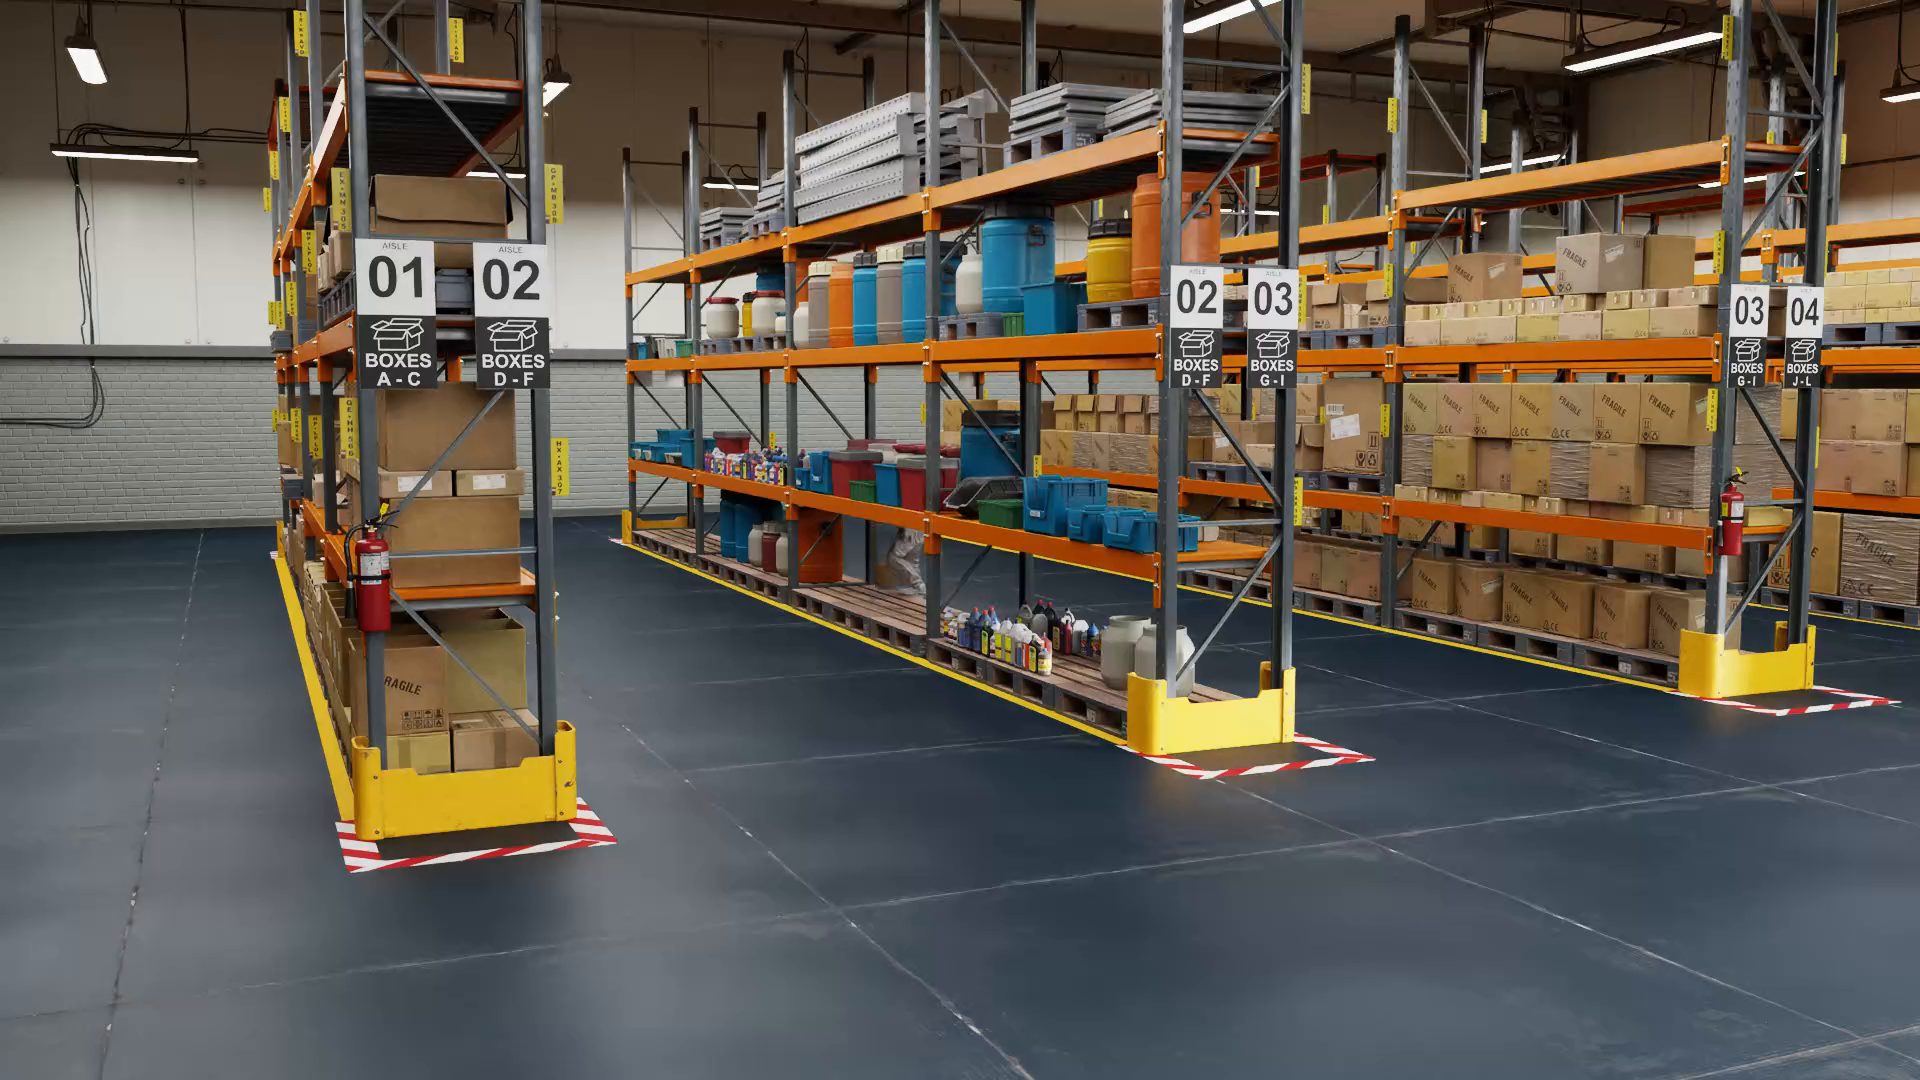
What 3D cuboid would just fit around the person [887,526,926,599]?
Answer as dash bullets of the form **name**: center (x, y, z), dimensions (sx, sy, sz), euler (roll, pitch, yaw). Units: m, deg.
- **person**: center (-0.537, -0.103, 17.737), dimensions (0.520, 1.777, 0.581), euler (-1, 5, -9)
